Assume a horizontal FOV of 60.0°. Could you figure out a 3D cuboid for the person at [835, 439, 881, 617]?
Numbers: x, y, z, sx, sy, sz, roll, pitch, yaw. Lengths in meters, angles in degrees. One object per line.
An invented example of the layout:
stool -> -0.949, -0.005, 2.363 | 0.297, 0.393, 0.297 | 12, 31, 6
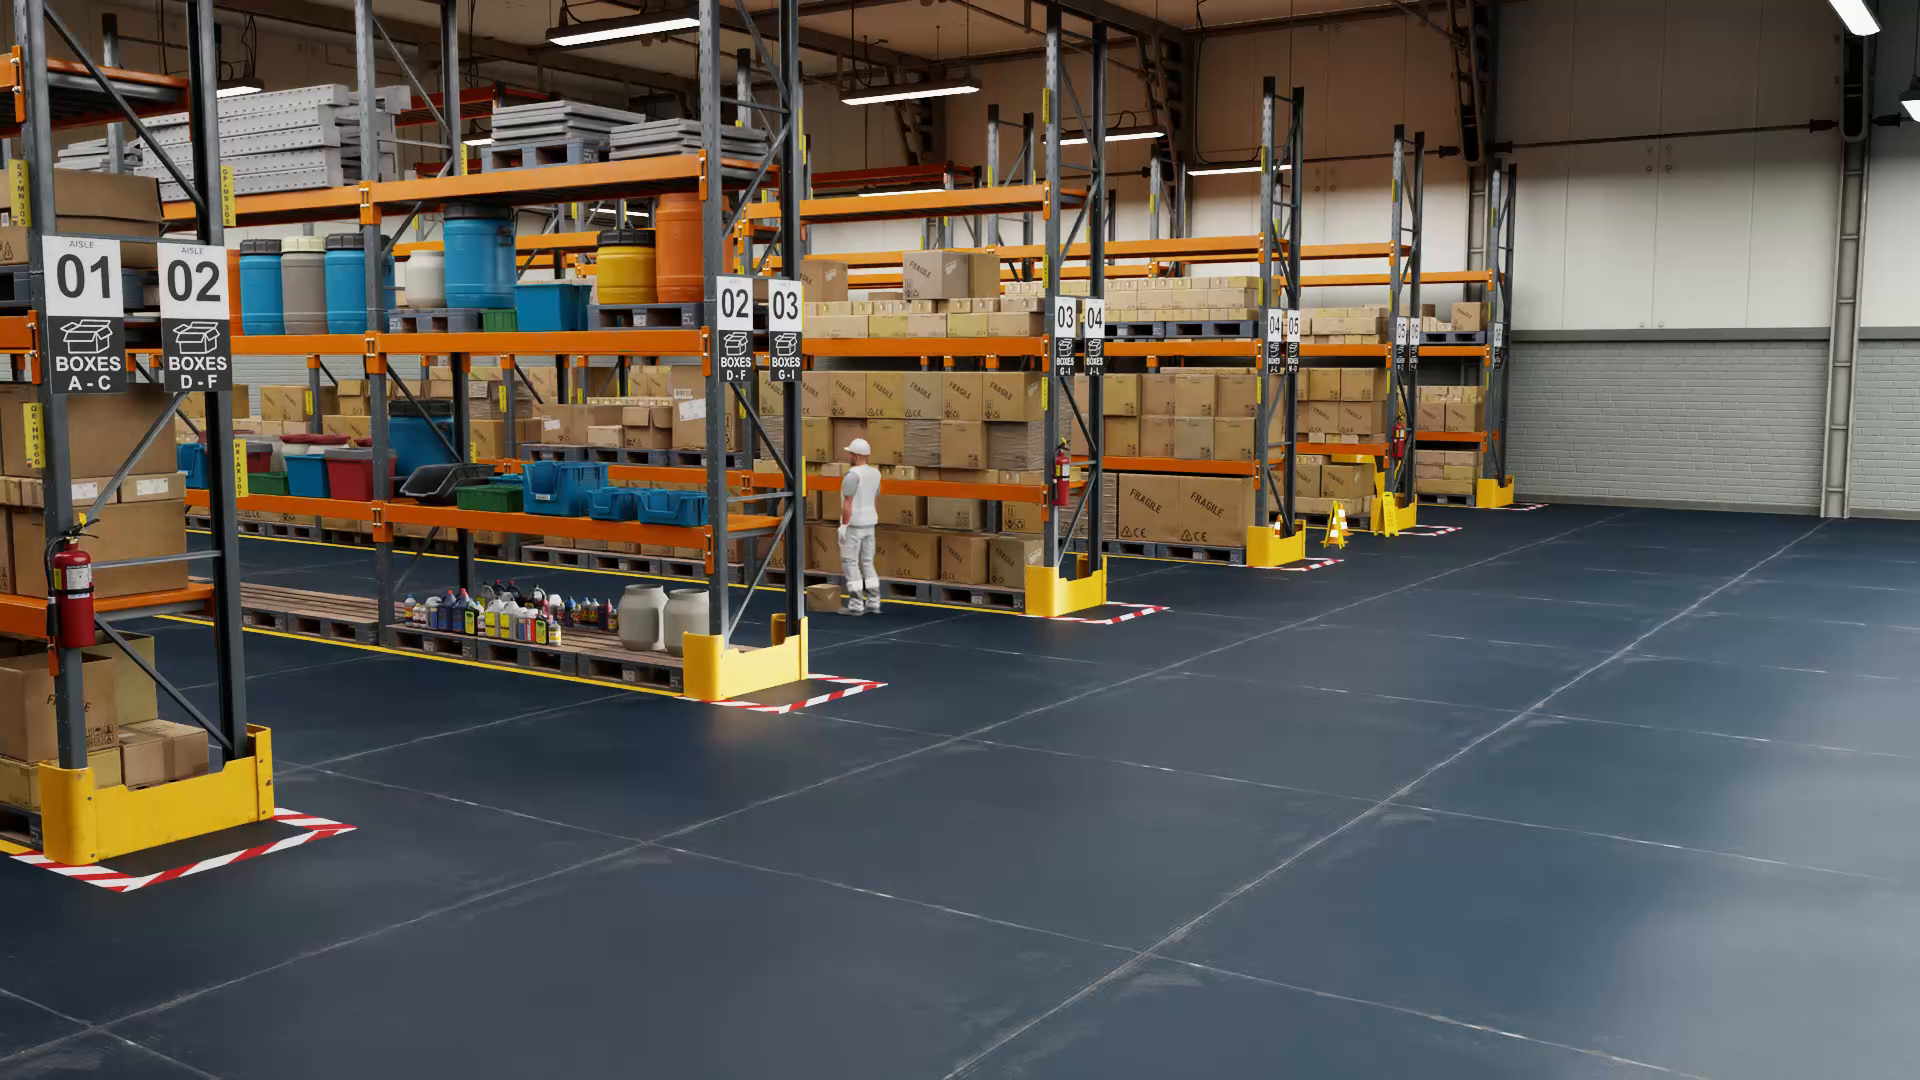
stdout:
person -> -1.033, -0.131, 16.831 | 0.342, 1.786, 0.522 | 4, 8, 35
